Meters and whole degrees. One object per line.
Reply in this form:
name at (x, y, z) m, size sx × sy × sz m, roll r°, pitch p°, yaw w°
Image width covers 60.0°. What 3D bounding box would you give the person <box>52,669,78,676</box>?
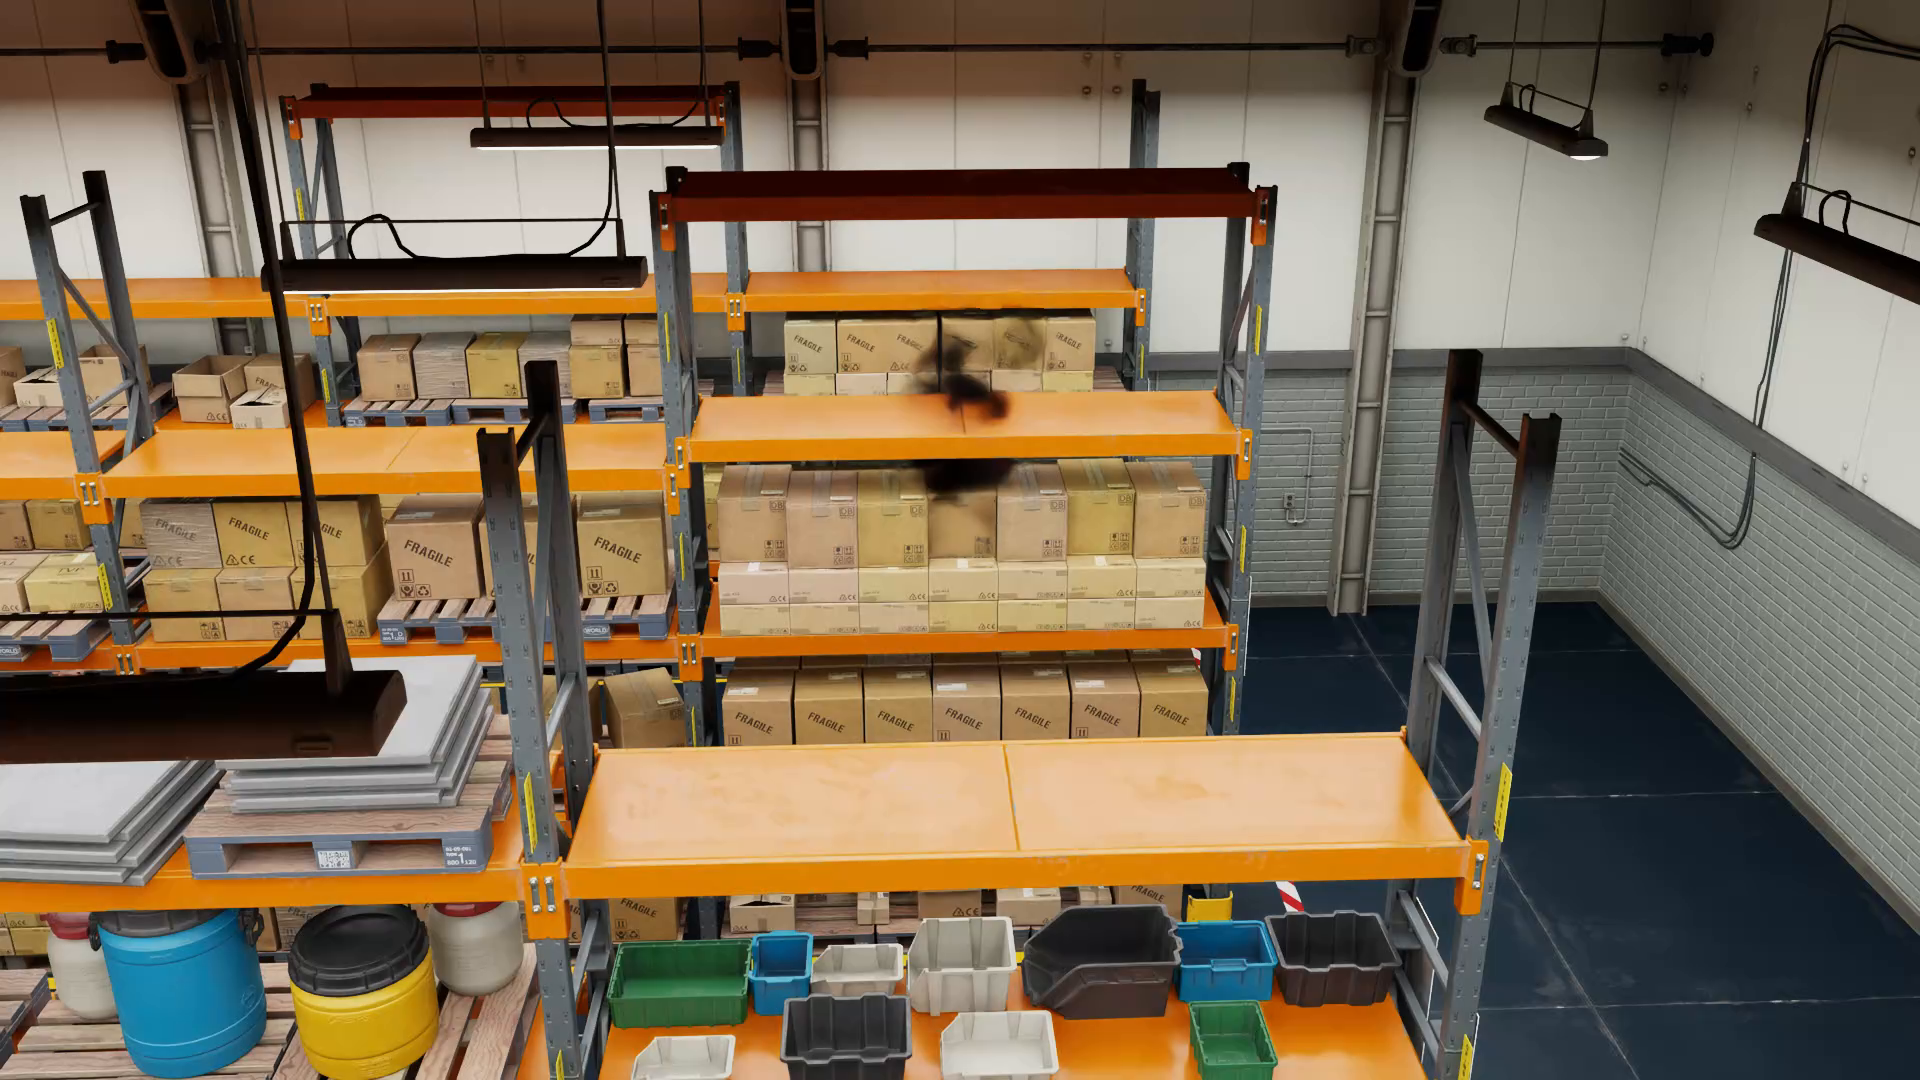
person at (-7.635, 1.852, 14.320) m, size 0.624 × 1.681 × 0.631 m, roll -3°, pitch 22°, yaw -7°
